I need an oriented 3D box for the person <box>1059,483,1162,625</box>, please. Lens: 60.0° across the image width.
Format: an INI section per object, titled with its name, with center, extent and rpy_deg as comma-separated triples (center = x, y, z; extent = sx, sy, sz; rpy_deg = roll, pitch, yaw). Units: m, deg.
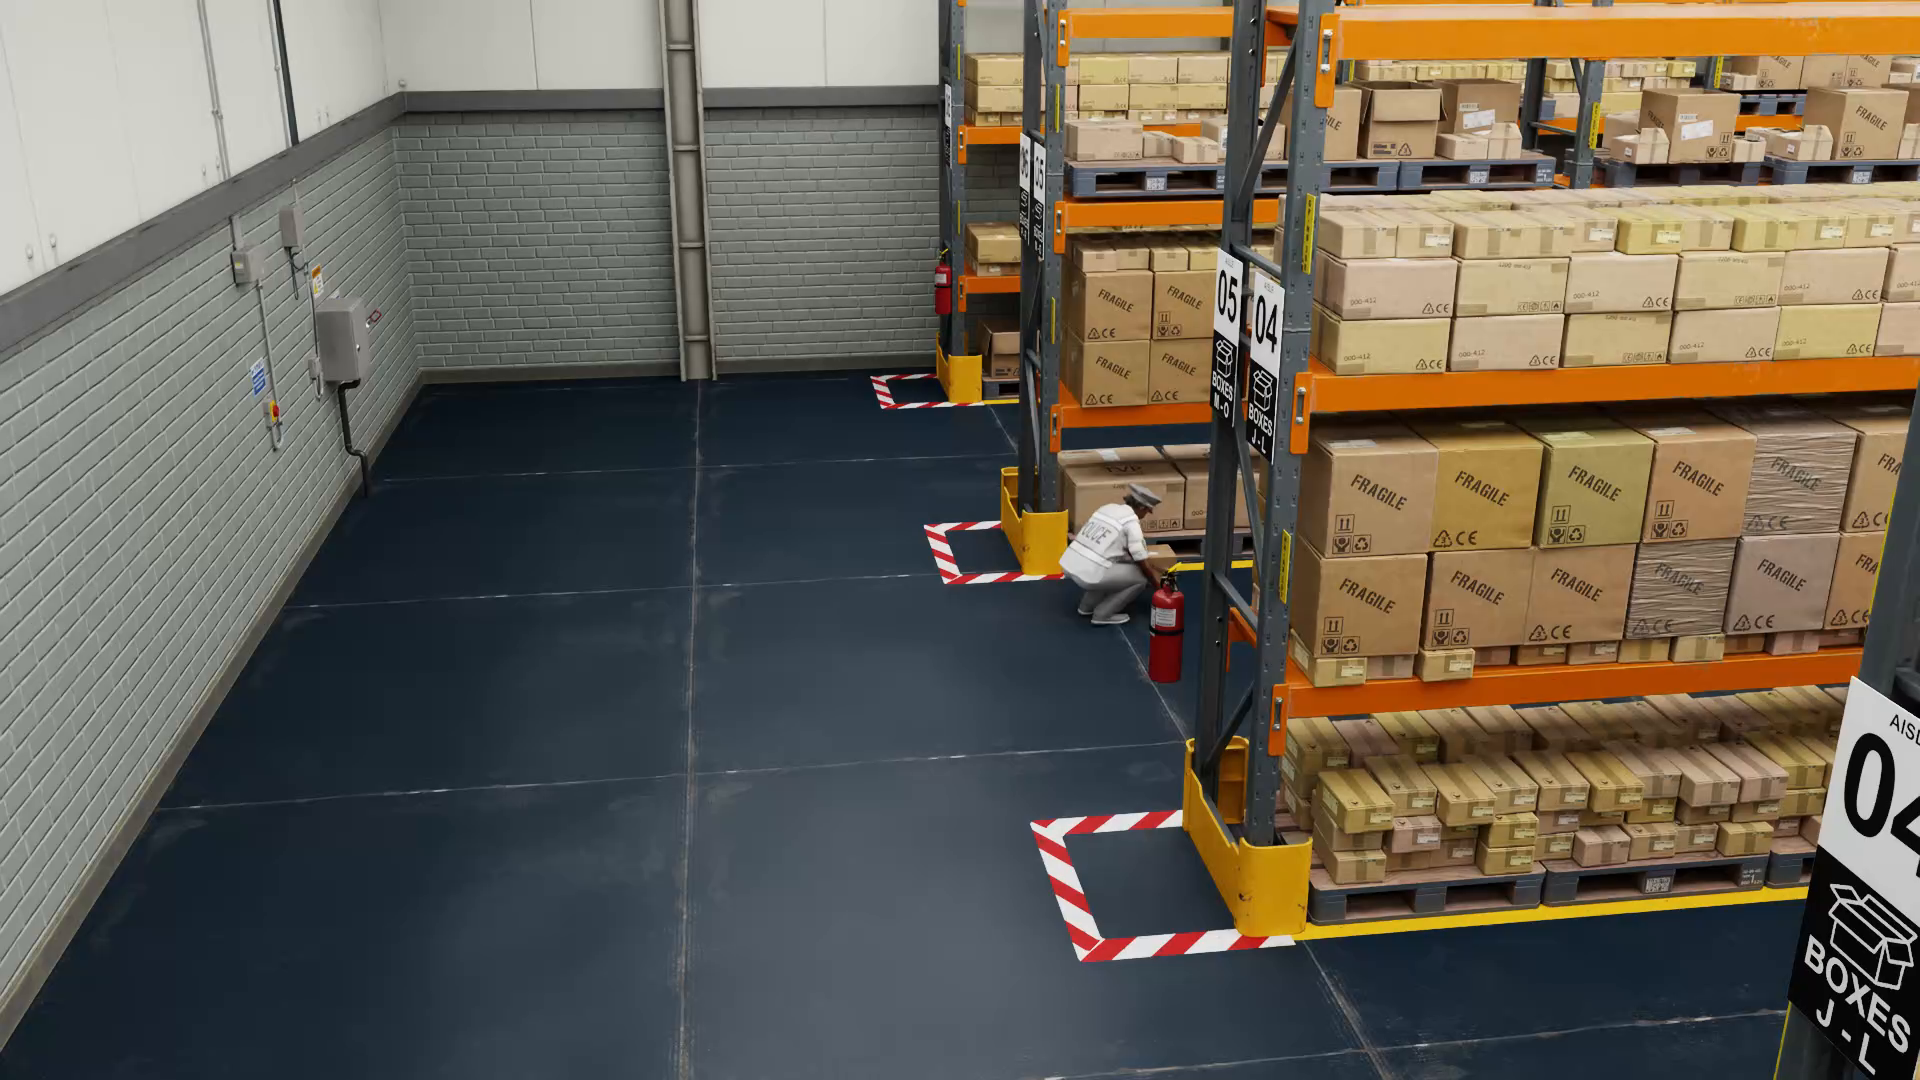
[person]
center = 1.127, 0.108, 11.833
extent = 0.857, 0.955, 0.501
rpy_deg = -9, 22, -22
